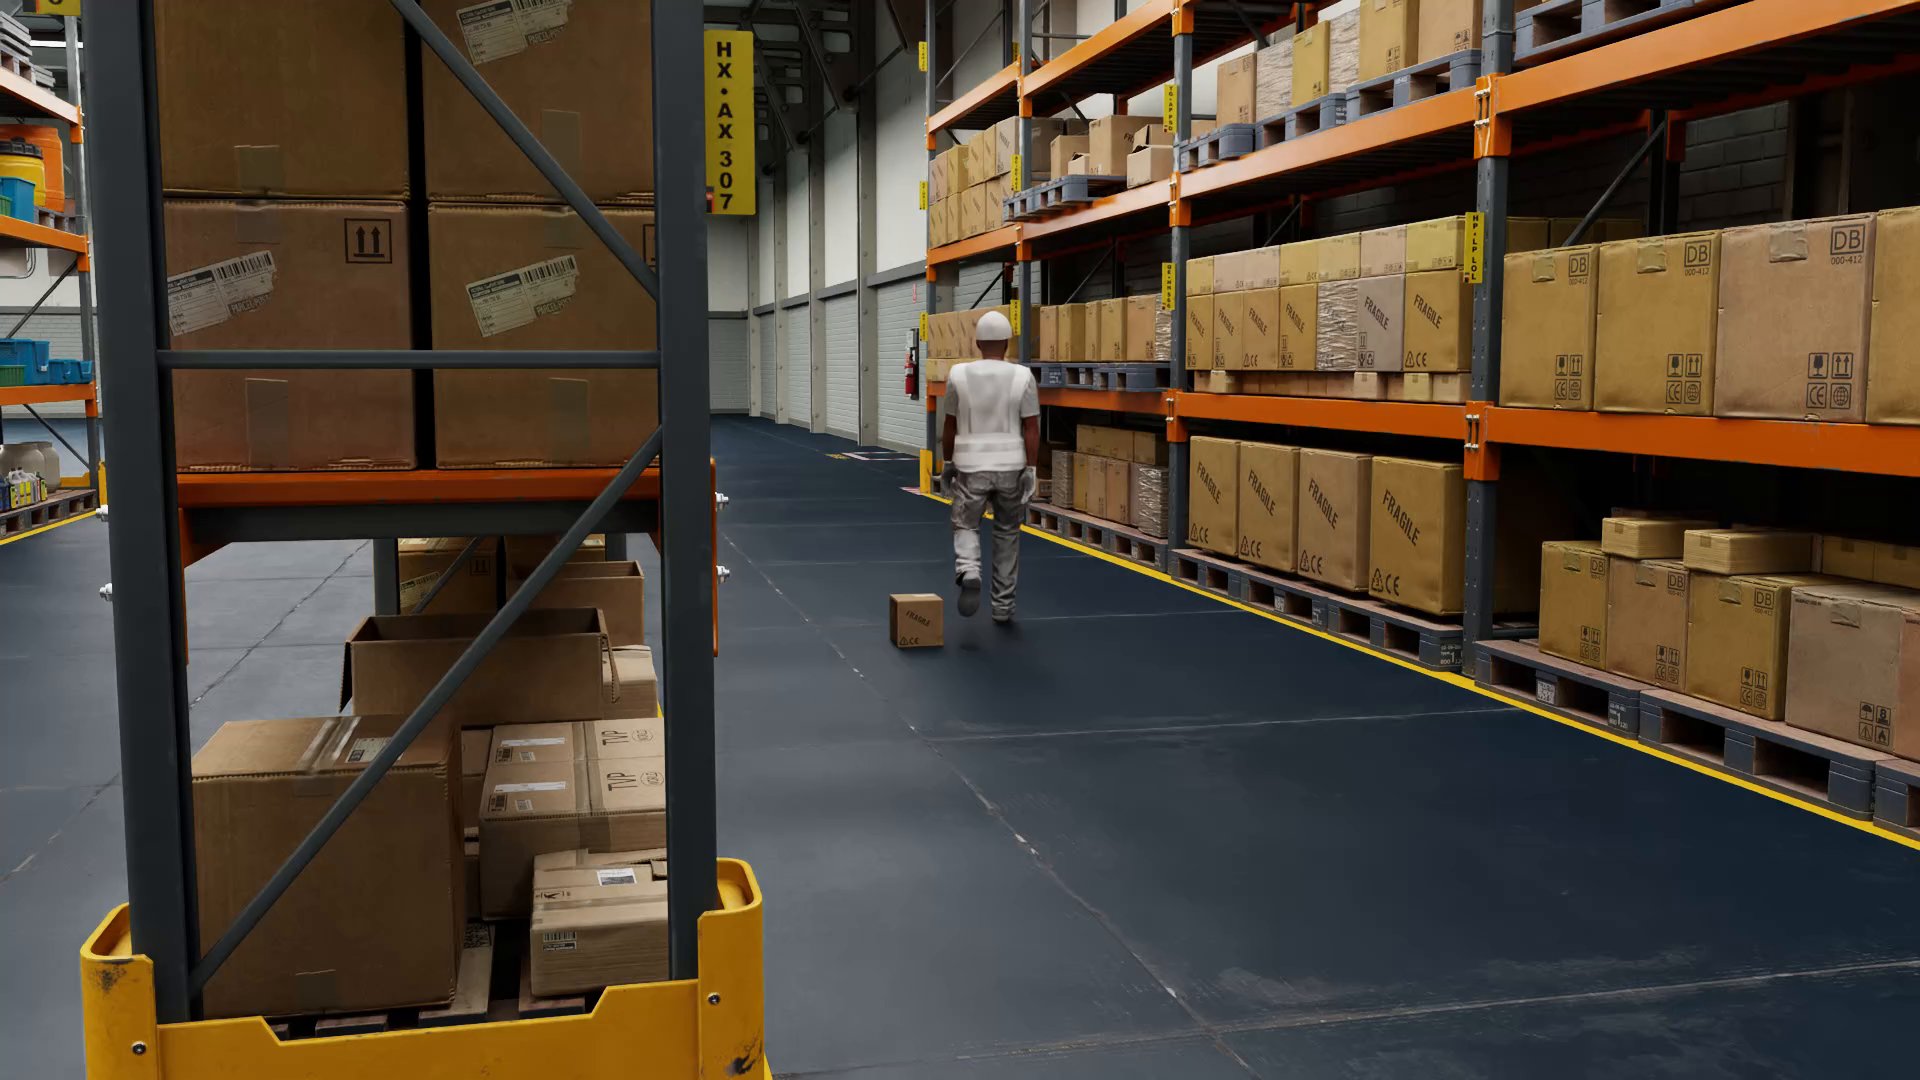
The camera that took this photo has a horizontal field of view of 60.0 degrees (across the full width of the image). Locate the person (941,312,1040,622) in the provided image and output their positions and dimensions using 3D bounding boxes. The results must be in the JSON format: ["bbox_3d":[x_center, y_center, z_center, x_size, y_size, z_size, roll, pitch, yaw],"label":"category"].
[{"bbox_3d":[0.167,-0.403,9.413,0.564,1.767,0.731,0,6,2],"label":"person"}]
